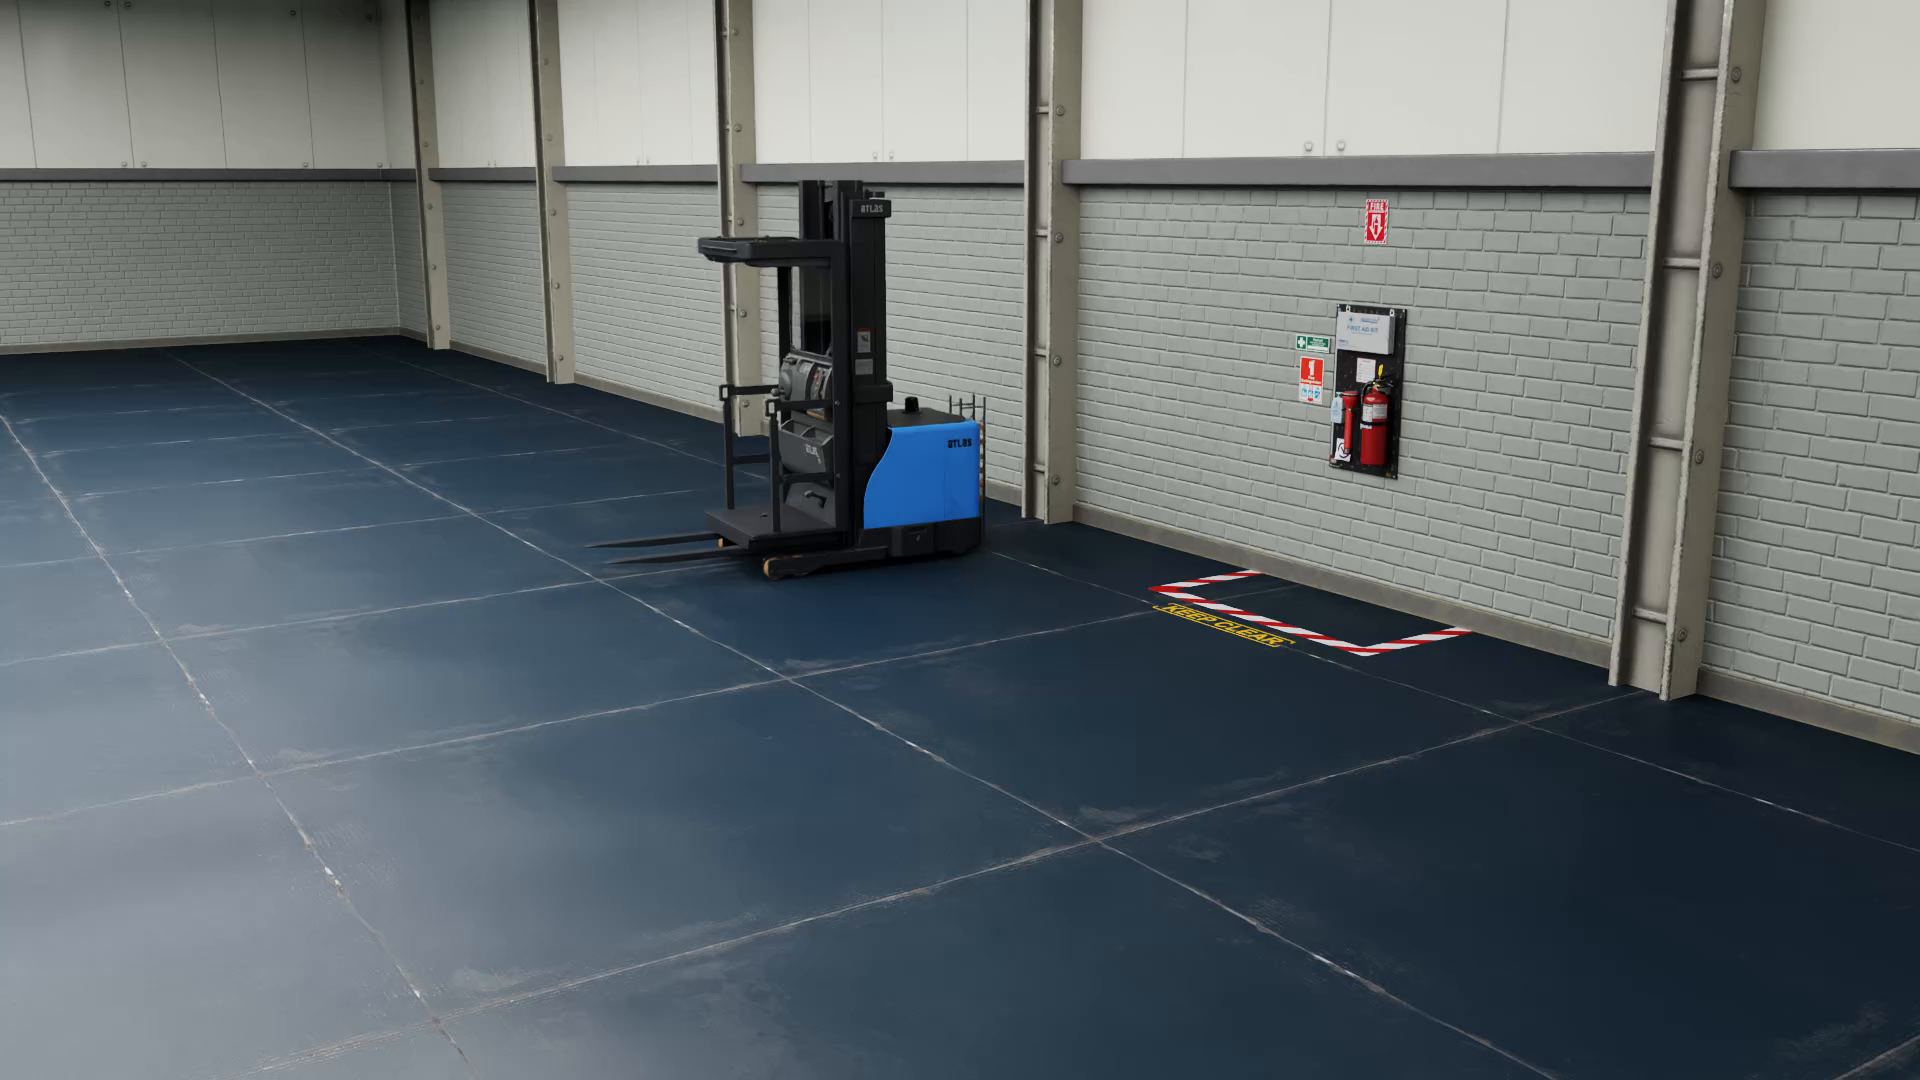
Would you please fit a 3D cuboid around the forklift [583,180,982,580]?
[{"bbox_3d":[-1.375,-1.262,12.773,3.031,2.935,1.130,-6,14,-27],"label":"forklift"}]

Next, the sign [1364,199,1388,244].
[{"bbox_3d":[2.848,-2.179,11.377,0.001,0.298,0.199,-8,15,-33],"label":"sign"}]

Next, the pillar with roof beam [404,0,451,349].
[{"bbox_3d":[-12.774,-7.278,26.081,9.100,9.000,0.400,-8,15,-33],"label":"pillar with roof beam"}]

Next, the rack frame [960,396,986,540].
[{"bbox_3d":[0.104,-0.580,13.703,0.240,1.200,0.006,-6,14,-27],"label":"rack frame"}]

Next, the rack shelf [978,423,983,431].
[{"bbox_3d":[0.061,-0.905,13.715,0.258,0.103,0.180,-6,14,-27],"label":"rack shelf"}]

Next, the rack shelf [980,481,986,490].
[{"bbox_3d":[0.061,-0.436,13.817,0.258,0.103,0.180,-6,14,-27],"label":"rack shelf"}]

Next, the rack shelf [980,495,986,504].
[{"bbox_3d":[0.060,-0.319,13.843,0.258,0.103,0.180,-6,14,-27],"label":"rack shelf"}]

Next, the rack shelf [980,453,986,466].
[{"bbox_3d":[0.061,-0.671,13.766,0.258,0.103,0.180,-6,14,-27],"label":"rack shelf"}]

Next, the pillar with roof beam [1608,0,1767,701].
[{"bbox_3d":[0.523,-3.010,6.563,9.100,9.000,0.400,-8,15,-33],"label":"pillar with roof beam"}]

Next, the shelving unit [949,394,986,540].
[{"bbox_3d":[0.061,-0.597,13.782,0.258,1.200,0.189,-6,14,-27],"label":"shelving unit"}]

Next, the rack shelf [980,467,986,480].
[{"bbox_3d":[0.061,-0.554,13.792,0.258,0.103,0.180,-6,14,-27],"label":"rack shelf"}]

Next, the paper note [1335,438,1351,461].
[{"bbox_3d":[2.729,-0.642,11.839,0.016,0.148,0.142,-8,15,-33],"label":"paper note"}]

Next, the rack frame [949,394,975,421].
[{"bbox_3d":[0.018,-0.614,13.861,0.240,1.200,0.006,-6,14,-27],"label":"rack frame"}]

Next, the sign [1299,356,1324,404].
[{"bbox_3d":[2.549,-1.161,12.066,0.001,0.329,0.234,-8,15,-33],"label":"sign"}]

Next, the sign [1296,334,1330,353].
[{"bbox_3d":[2.544,-1.418,12.001,0.001,0.109,0.331,-8,15,-33],"label":"sign"}]

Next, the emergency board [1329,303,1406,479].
[{"bbox_3d":[2.769,-1.033,11.564,0.194,1.169,0.643,-8,15,-33],"label":"emergency board"}]

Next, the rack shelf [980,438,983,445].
[{"bbox_3d":[0.061,-0.788,13.740,0.258,0.103,0.180,-6,14,-27],"label":"rack shelf"}]

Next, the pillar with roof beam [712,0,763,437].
[{"bbox_3d":[-6.126,-5.144,16.322,9.100,9.000,0.400,-8,15,-33],"label":"pillar with roof beam"}]

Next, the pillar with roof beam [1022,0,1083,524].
[{"bbox_3d":[-2.801,-4.077,11.442,9.100,9.000,0.400,-8,15,-33],"label":"pillar with roof beam"}]

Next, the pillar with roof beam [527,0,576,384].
[{"bbox_3d":[-9.450,-6.211,21.201,9.100,9.000,0.400,-8,15,-33],"label":"pillar with roof beam"}]
